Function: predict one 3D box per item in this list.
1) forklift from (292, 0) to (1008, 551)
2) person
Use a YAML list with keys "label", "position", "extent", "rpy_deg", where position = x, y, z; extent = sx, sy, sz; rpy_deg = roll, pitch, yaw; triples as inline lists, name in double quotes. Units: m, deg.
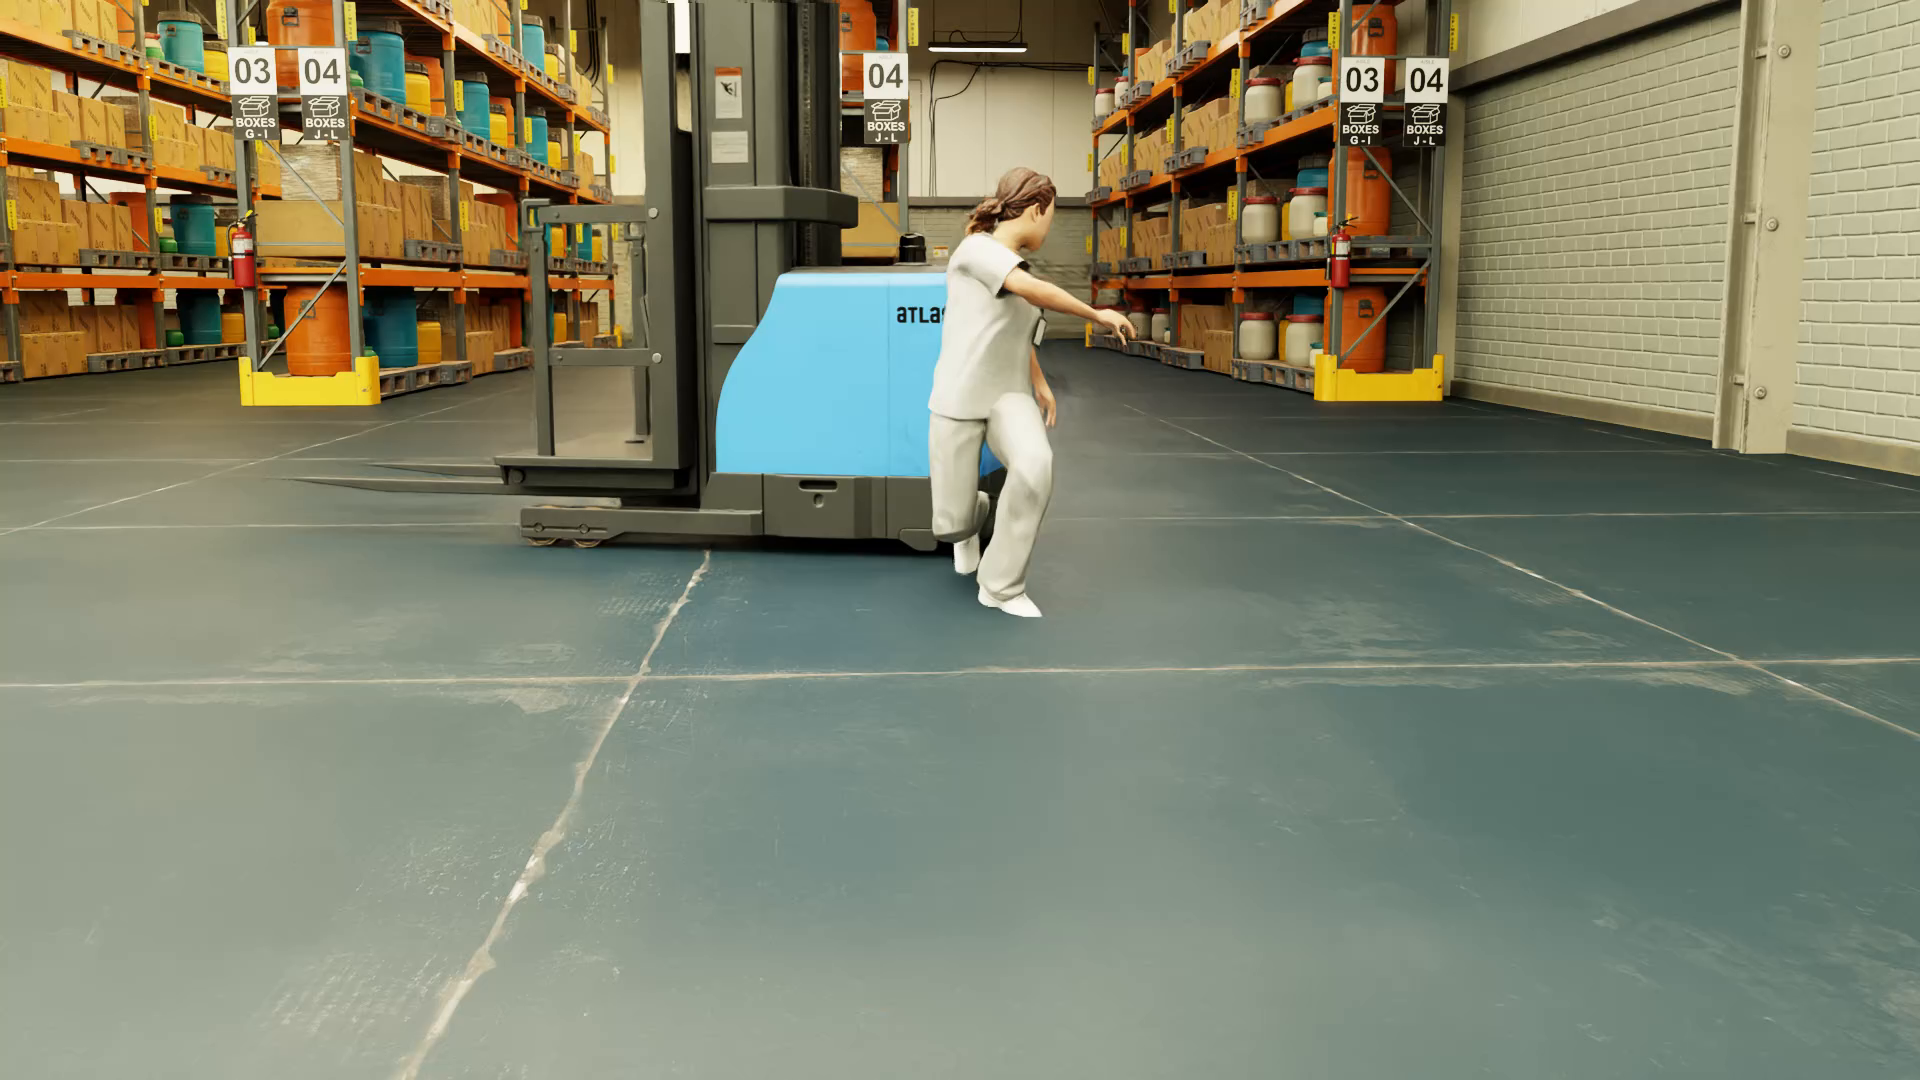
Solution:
- label: "forklift"
  position: [-1.284, -1.492, 6.876]
  extent: [3.031, 2.935, 1.130]
  rpy_deg: [2, 9, 12]
- label: "person"
  position: [0.163, -0.497, 5.503]
  extent: [0.608, 1.446, 0.919]
  rpy_deg: [-4, 9, -23]
